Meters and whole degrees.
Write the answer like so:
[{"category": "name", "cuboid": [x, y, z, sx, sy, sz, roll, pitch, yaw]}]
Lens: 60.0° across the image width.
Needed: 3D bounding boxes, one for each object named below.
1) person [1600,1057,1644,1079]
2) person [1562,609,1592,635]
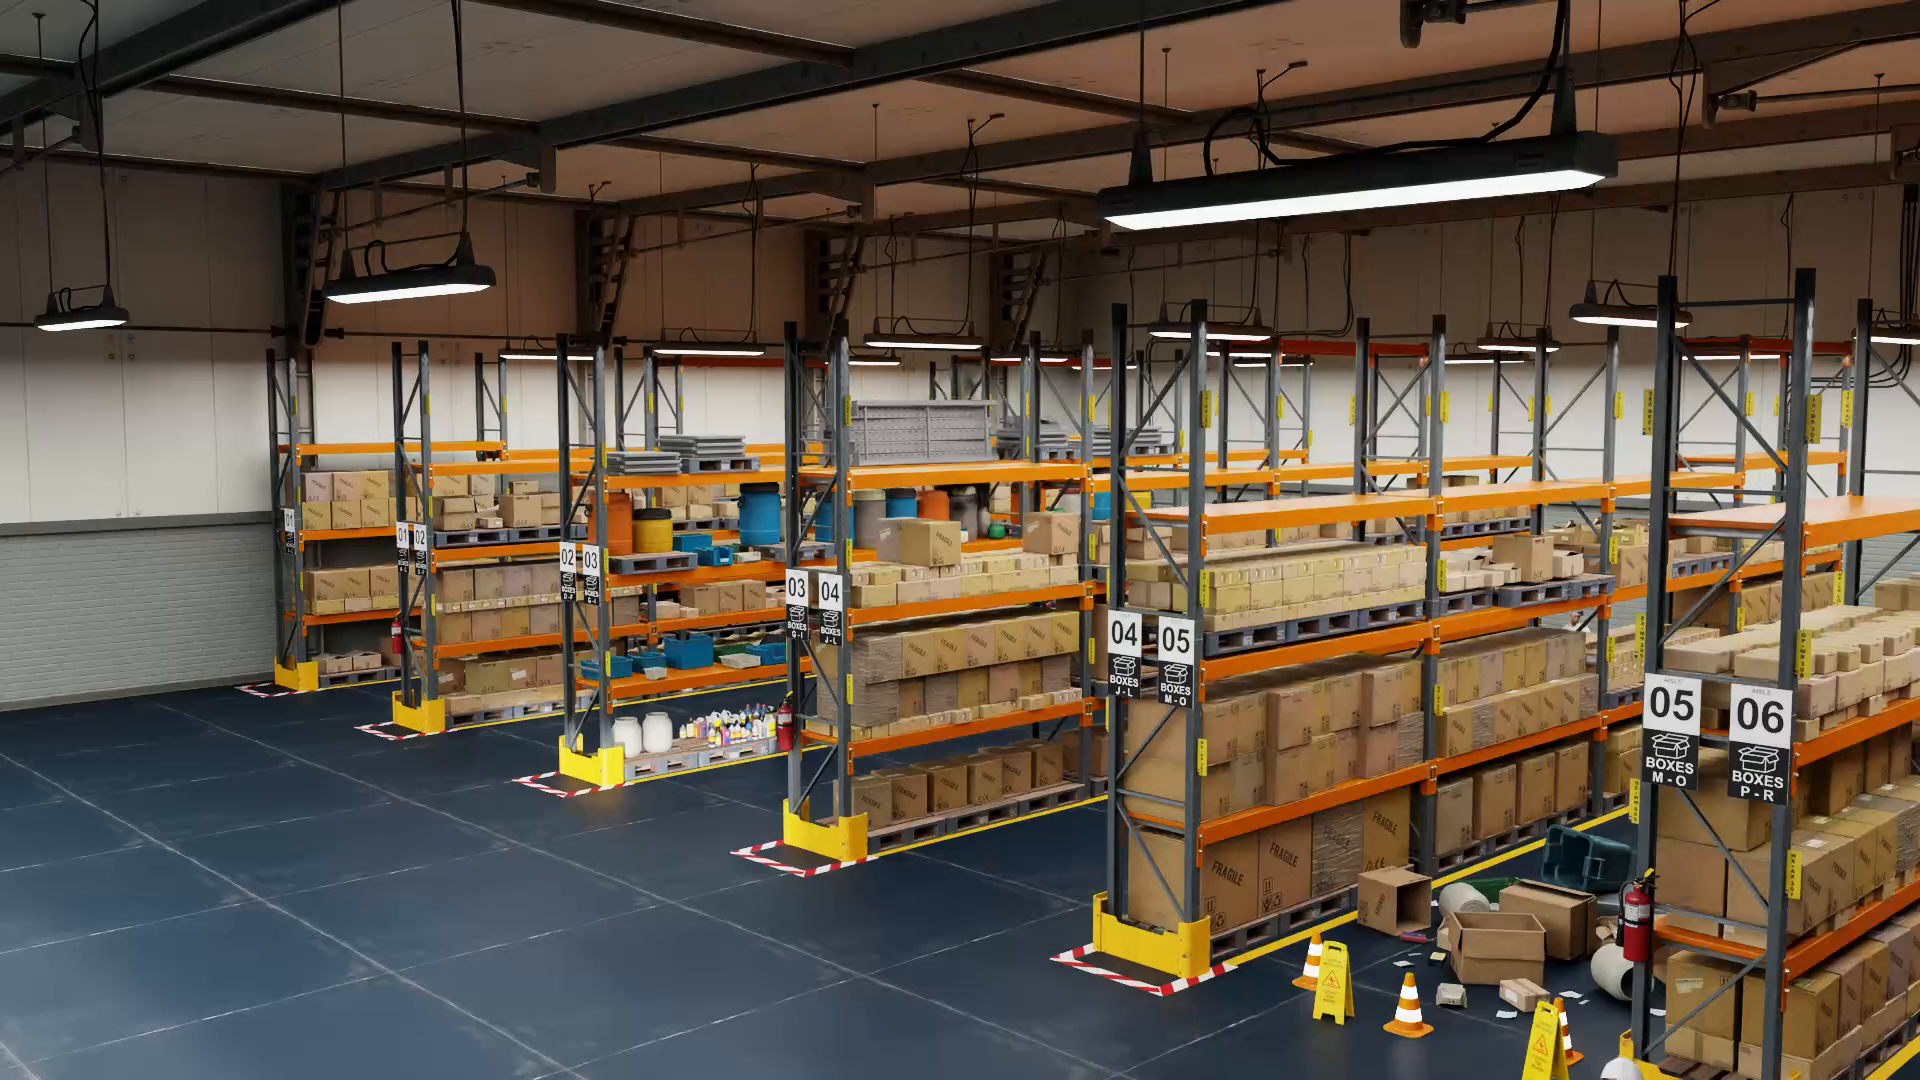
[{"category": "person", "cuboid": [3.462, 3.527, 8.596, 0.705, 1.730, 0.835, 3, 6, 33]}, {"category": "person", "cuboid": [10.220, 1.954, 27.704, 0.612, 1.653, 0.548, 5, 7, 43]}]
